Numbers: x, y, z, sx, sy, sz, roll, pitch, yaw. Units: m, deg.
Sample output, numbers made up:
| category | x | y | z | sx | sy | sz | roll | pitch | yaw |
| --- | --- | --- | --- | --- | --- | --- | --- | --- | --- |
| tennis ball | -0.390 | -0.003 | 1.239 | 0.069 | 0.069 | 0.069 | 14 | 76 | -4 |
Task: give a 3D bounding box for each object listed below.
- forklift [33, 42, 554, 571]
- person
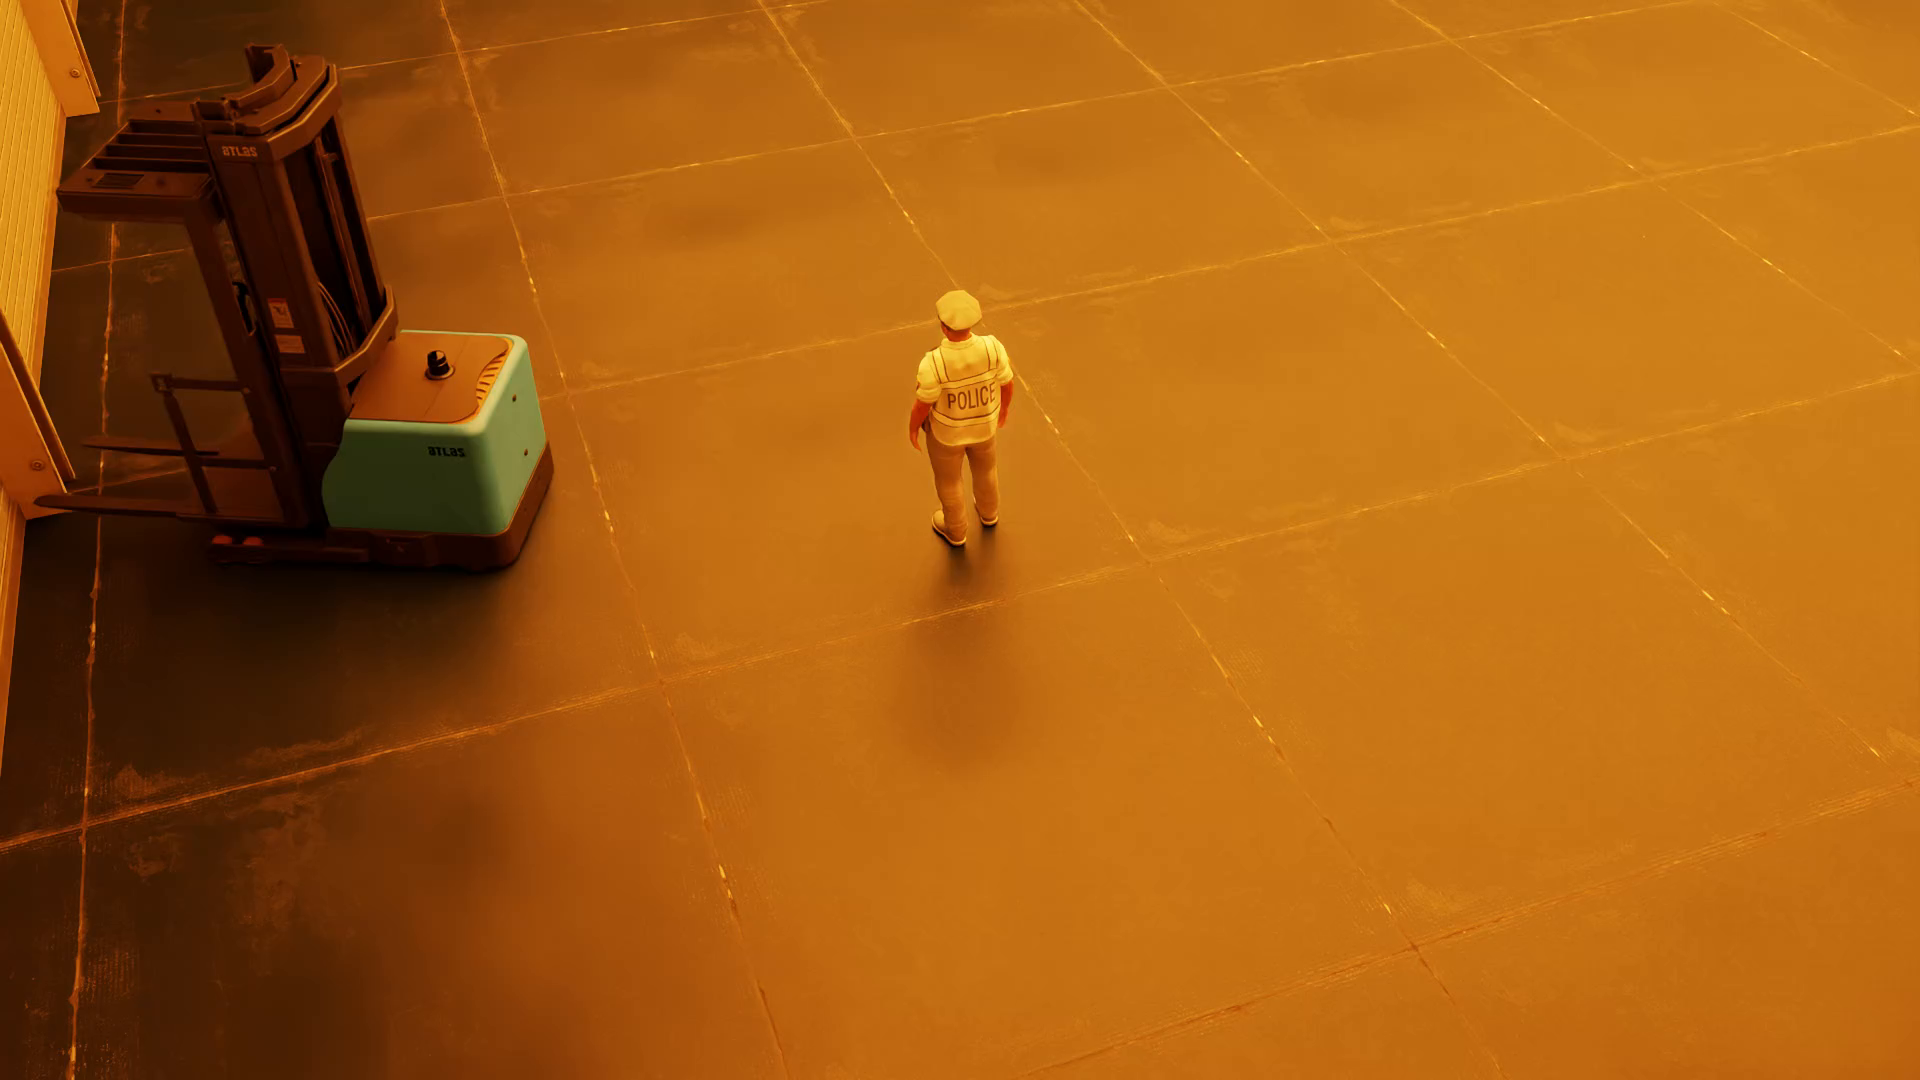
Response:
| category | x | y | z | sx | sy | sz | roll | pitch | yaw |
| --- | --- | --- | --- | --- | --- | --- | --- | --- | --- |
| forklift | -4.153 | -1.313 | 9.561 | 3.031 | 2.935 | 1.130 | 3 | 40 | 4 |
| person | -0.016 | -0.738 | 9.757 | 0.641 | 1.780 | 0.574 | -13 | 42 | -15 |
